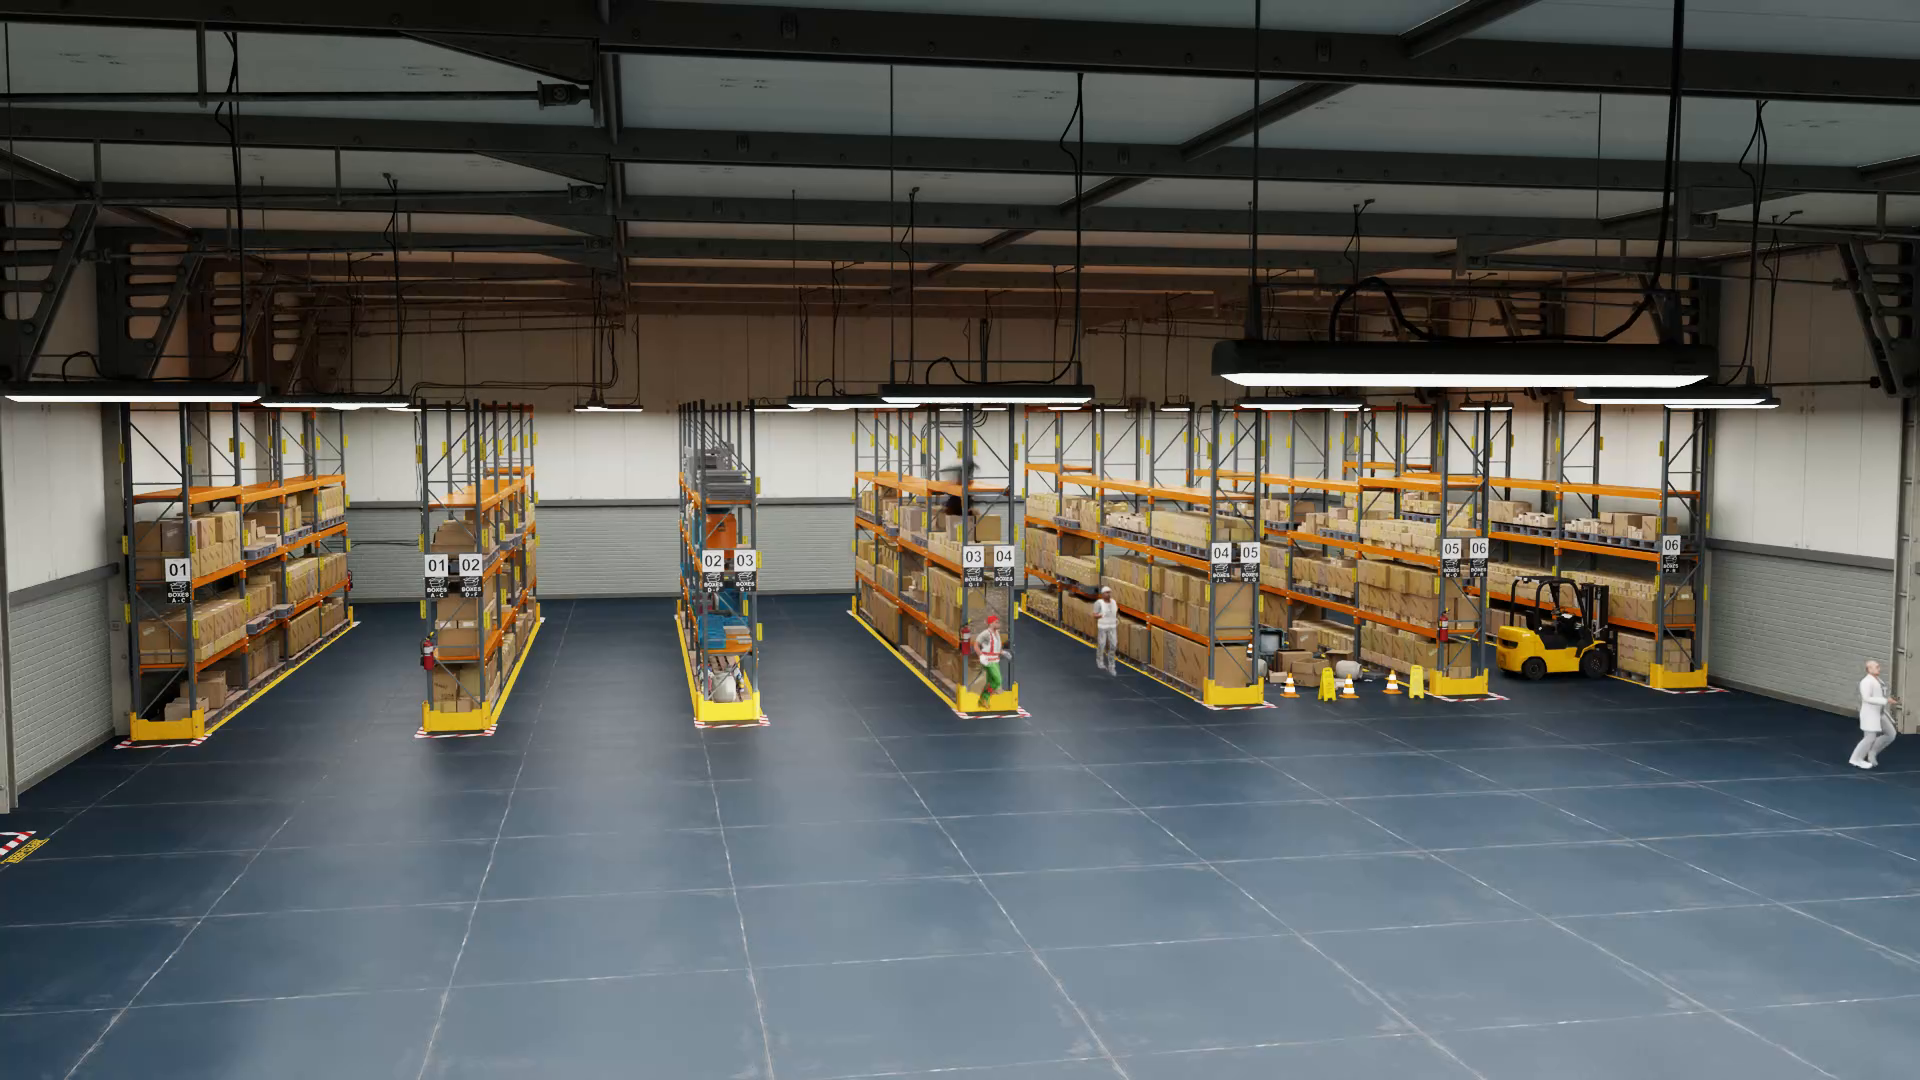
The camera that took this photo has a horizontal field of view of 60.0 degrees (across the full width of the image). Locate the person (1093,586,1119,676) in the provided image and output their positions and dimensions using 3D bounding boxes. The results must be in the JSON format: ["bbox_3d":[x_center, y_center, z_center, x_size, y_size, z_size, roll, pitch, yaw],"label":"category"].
[{"bbox_3d":[3.115,1.922,35.086,0.659,1.889,0.697,-1,5,-18],"label":"person"}]

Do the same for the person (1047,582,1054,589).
[{"bbox_3d":[2.859,1.155,49.666,0.618,1.605,0.584,1,4,16],"label":"person"}]

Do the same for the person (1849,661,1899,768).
[{"bbox_3d":[14.770,2.819,26.814,0.703,1.750,0.723,-3,5,-37],"label":"person"}]

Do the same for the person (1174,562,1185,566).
[{"bbox_3d":[6.824,1.054,50.948,0.857,1.720,0.701,1,4,11],"label":"person"}]

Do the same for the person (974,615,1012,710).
[{"bbox_3d":[0.601,2.254,30.660,0.635,1.746,0.632,2,5,30],"label":"person"}]
